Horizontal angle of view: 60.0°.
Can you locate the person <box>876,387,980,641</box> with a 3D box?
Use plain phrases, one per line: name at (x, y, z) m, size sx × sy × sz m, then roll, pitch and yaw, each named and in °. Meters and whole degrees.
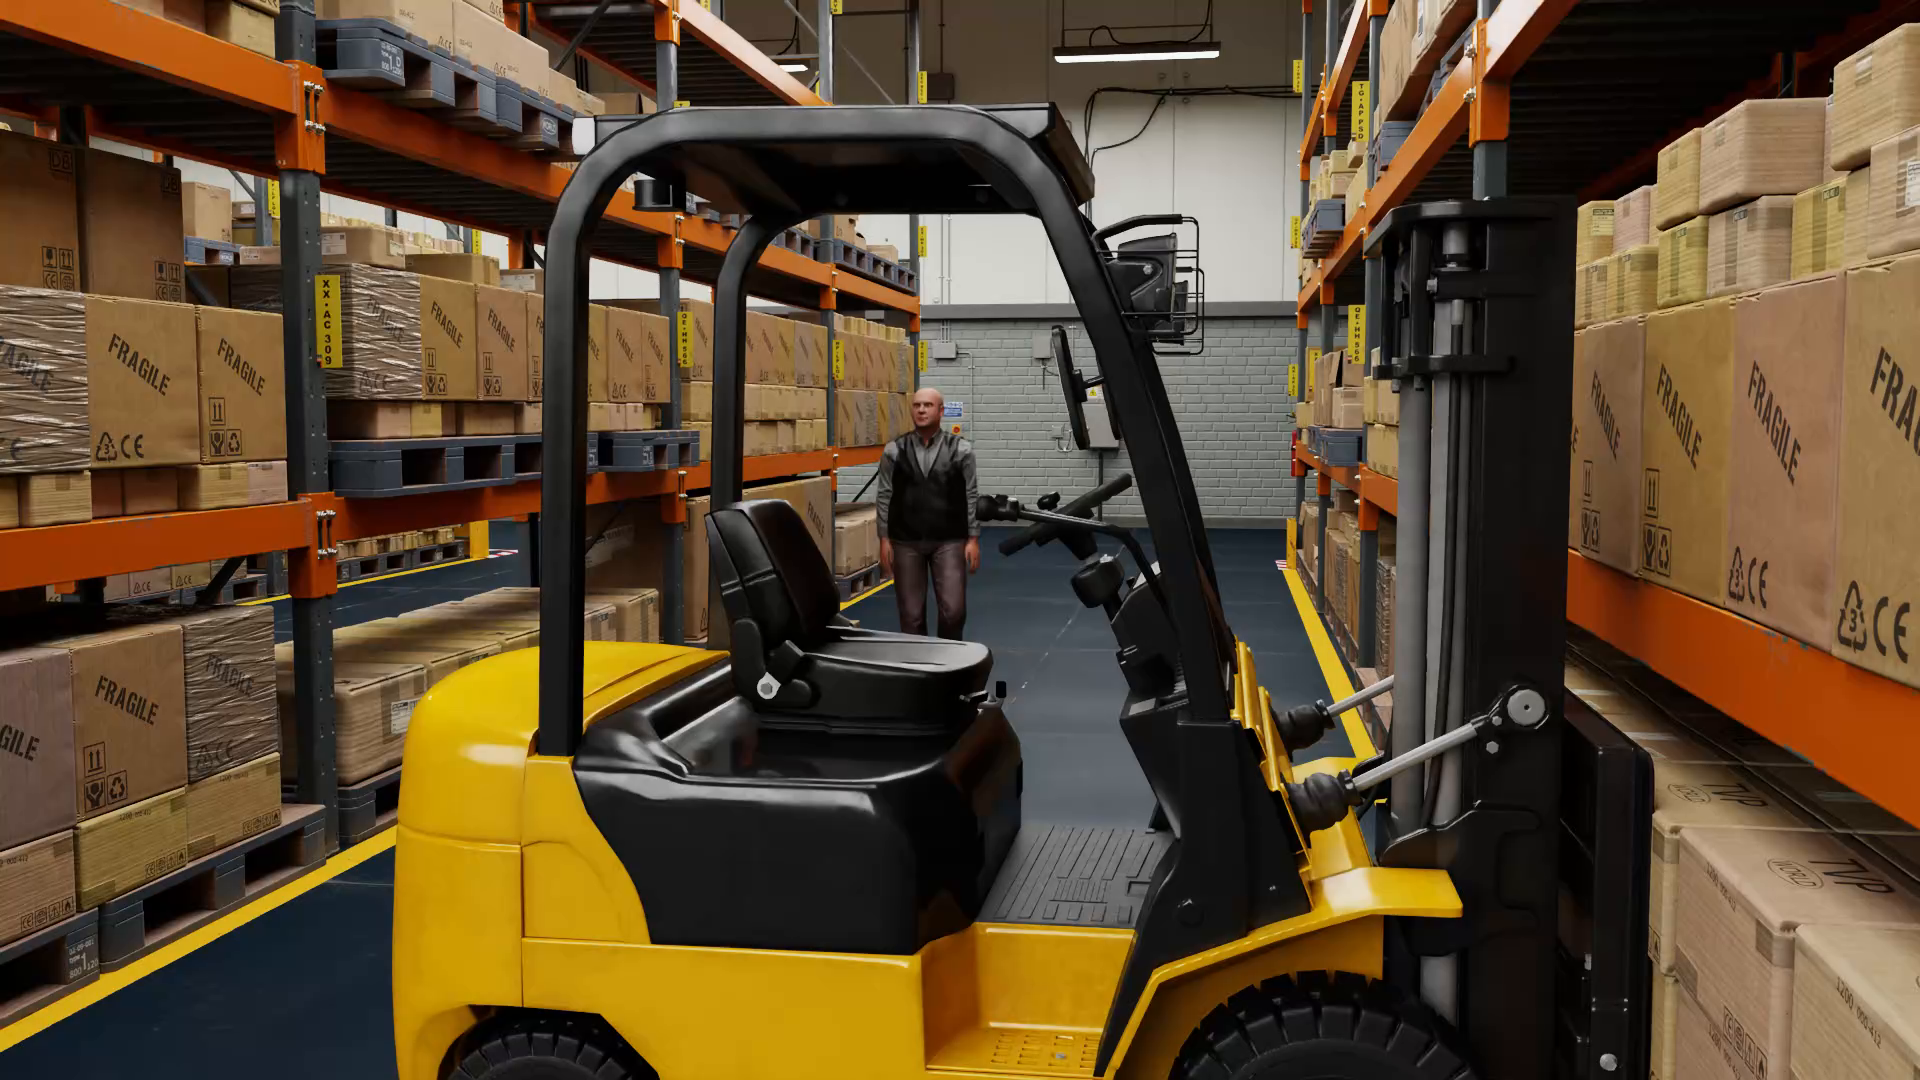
person at (-0.179, 0.037, 8.972) m, size 0.565 × 1.714 × 0.463 m, roll 0°, pitch 4°, yaw 5°
